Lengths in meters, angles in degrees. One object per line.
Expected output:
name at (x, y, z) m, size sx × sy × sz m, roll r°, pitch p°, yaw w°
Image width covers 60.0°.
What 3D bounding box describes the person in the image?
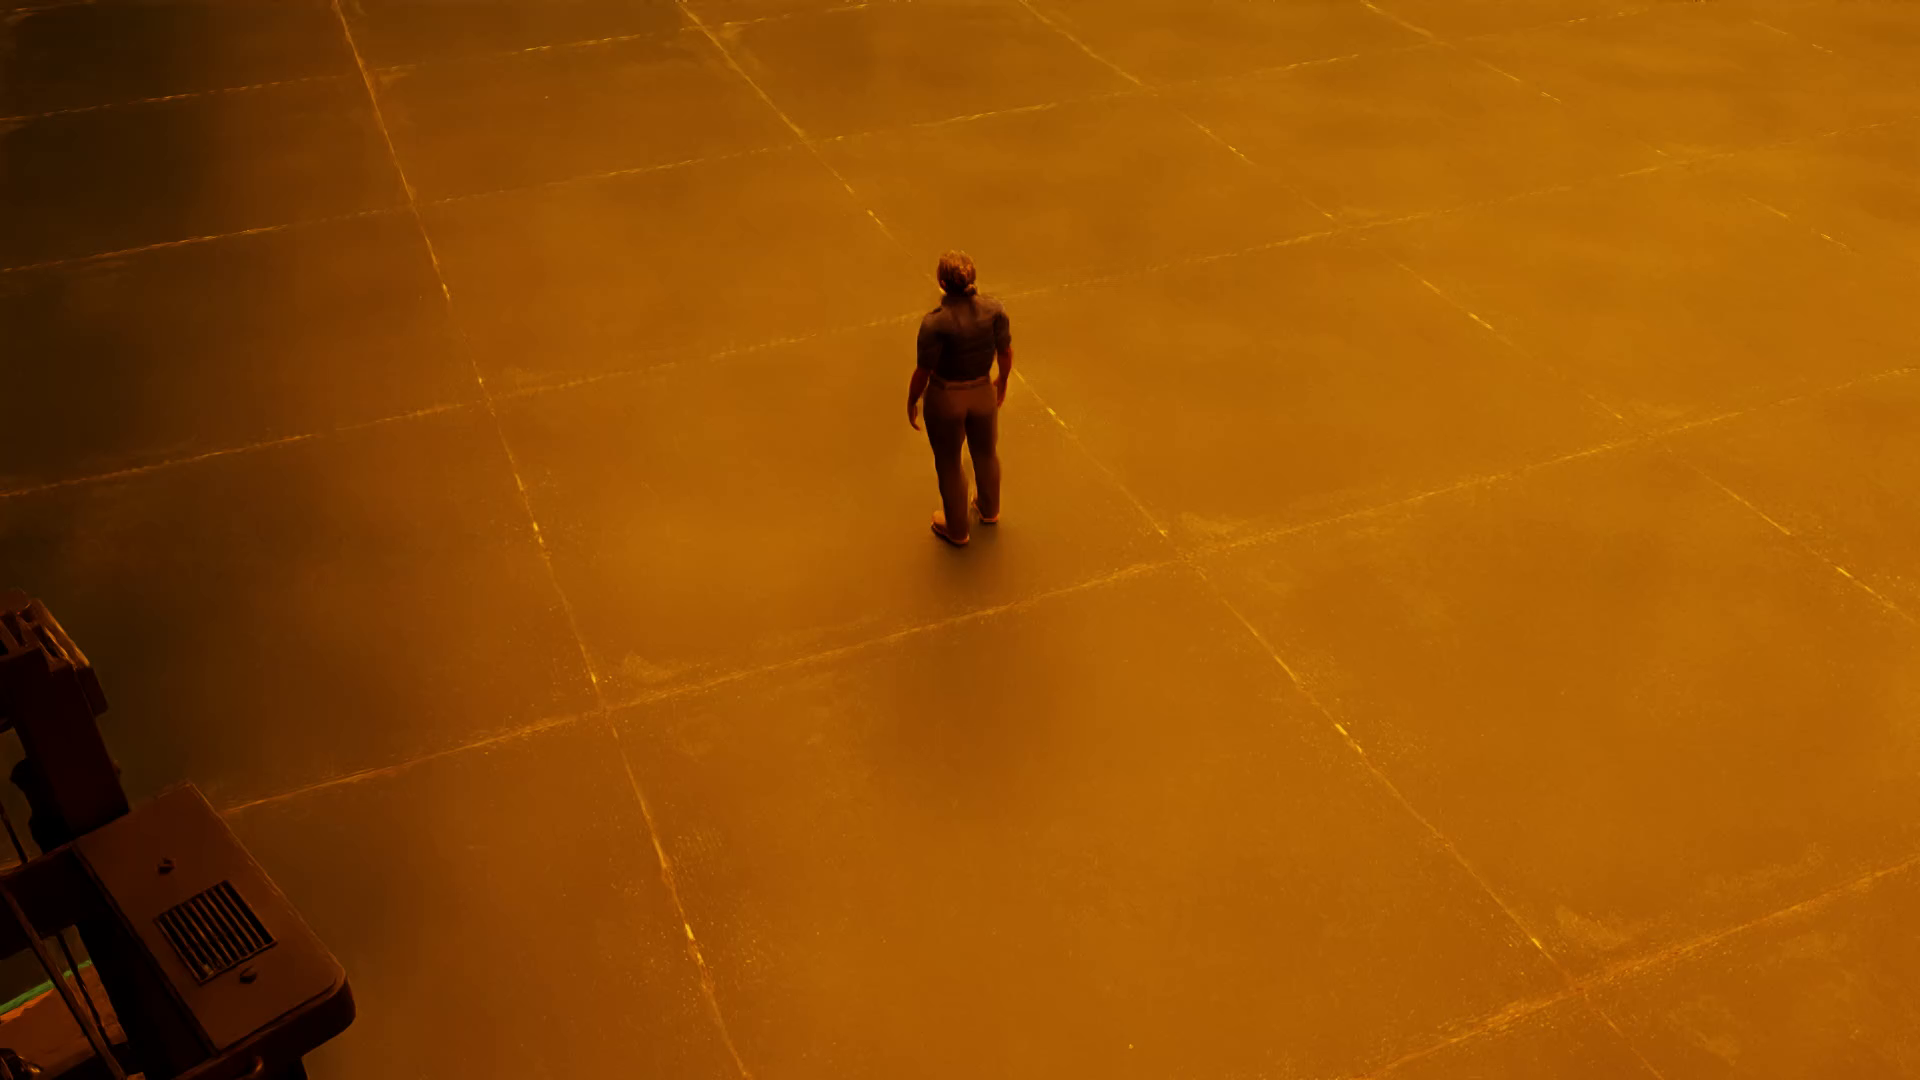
person at (-0.016, -0.731, 8.216) m, size 0.570 × 1.654 × 0.503 m, roll -14°, pitch 38°, yaw -19°
